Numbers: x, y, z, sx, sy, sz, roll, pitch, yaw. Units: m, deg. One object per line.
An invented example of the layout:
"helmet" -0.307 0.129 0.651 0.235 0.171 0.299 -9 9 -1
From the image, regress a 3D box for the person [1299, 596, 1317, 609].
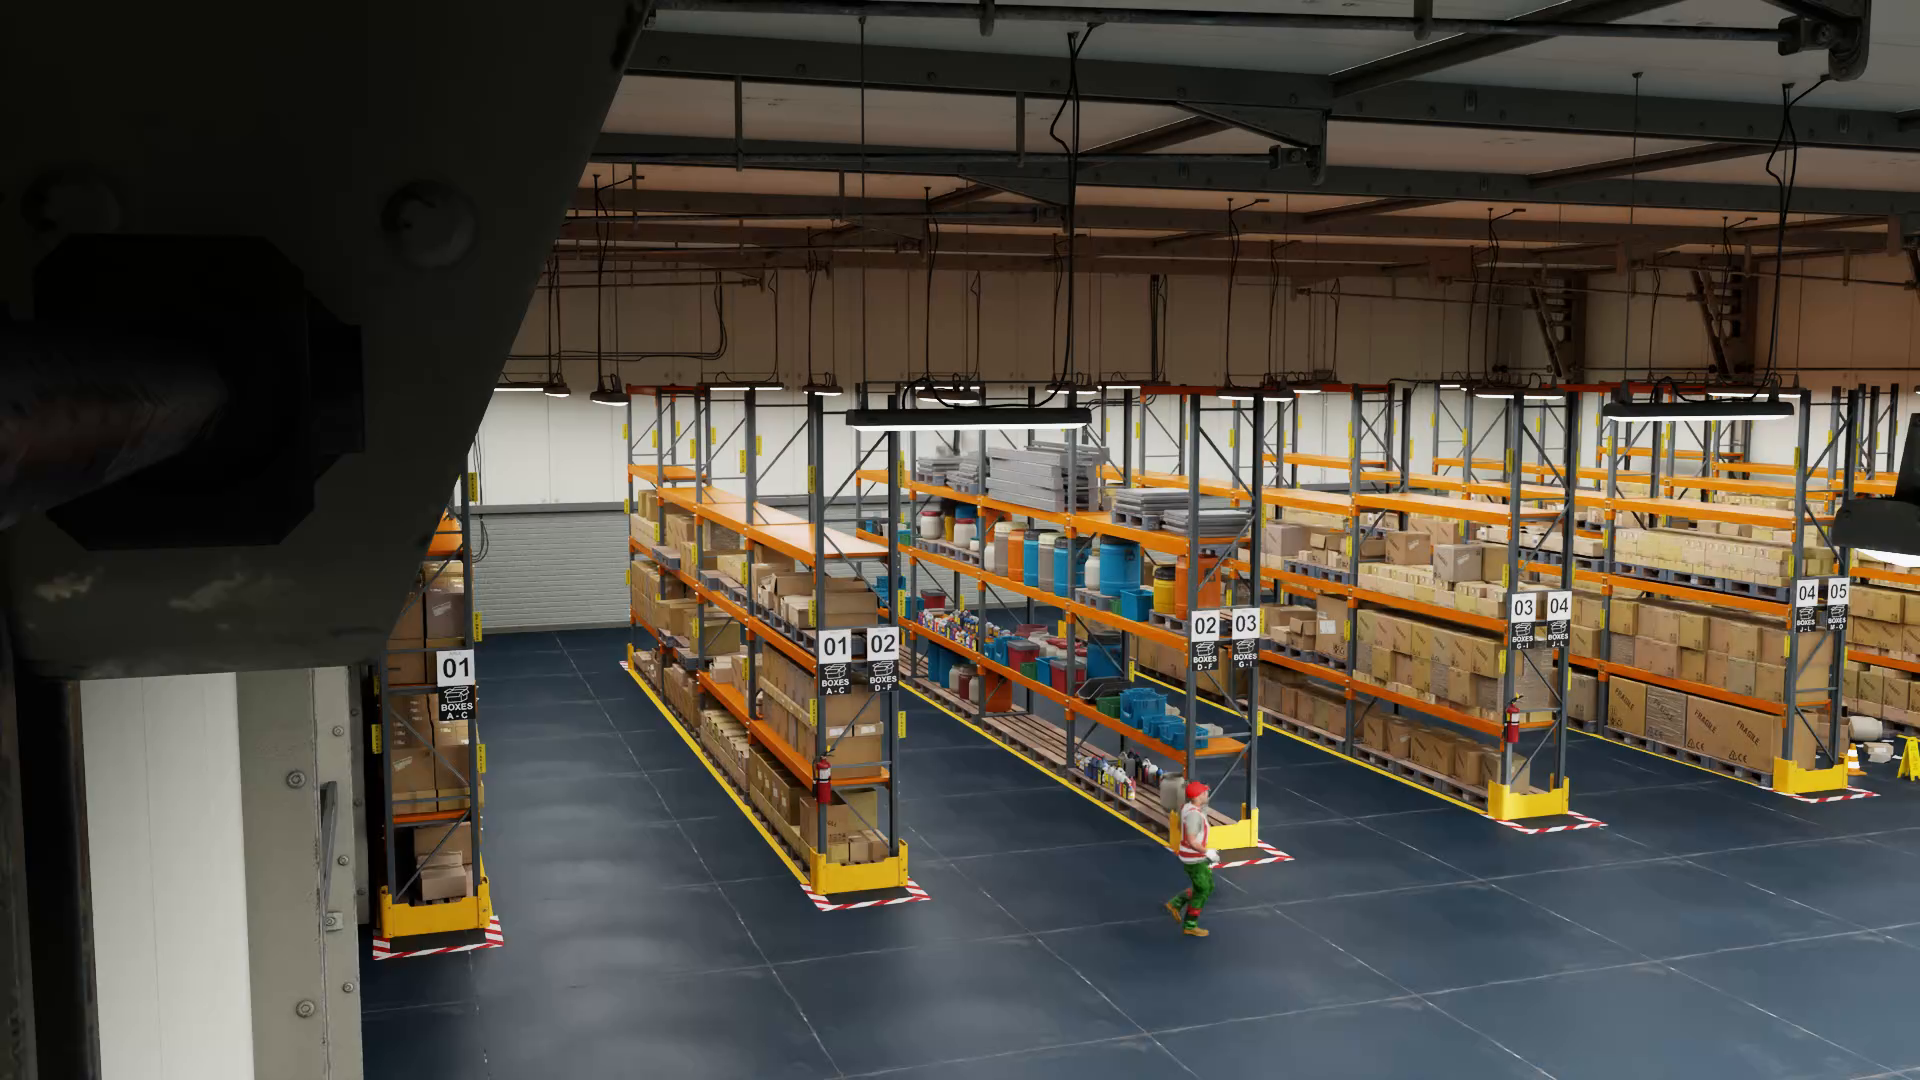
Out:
"person" 8.759 1.189 41.928 0.810 1.674 0.600 -2 6 -20

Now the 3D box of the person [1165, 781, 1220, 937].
"person" 2.594 3.554 18.546 0.586 1.752 0.672 0 6 4

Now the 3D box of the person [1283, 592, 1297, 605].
"person" 8.200 1.278 41.266 0.689 1.646 0.653 5 8 40
